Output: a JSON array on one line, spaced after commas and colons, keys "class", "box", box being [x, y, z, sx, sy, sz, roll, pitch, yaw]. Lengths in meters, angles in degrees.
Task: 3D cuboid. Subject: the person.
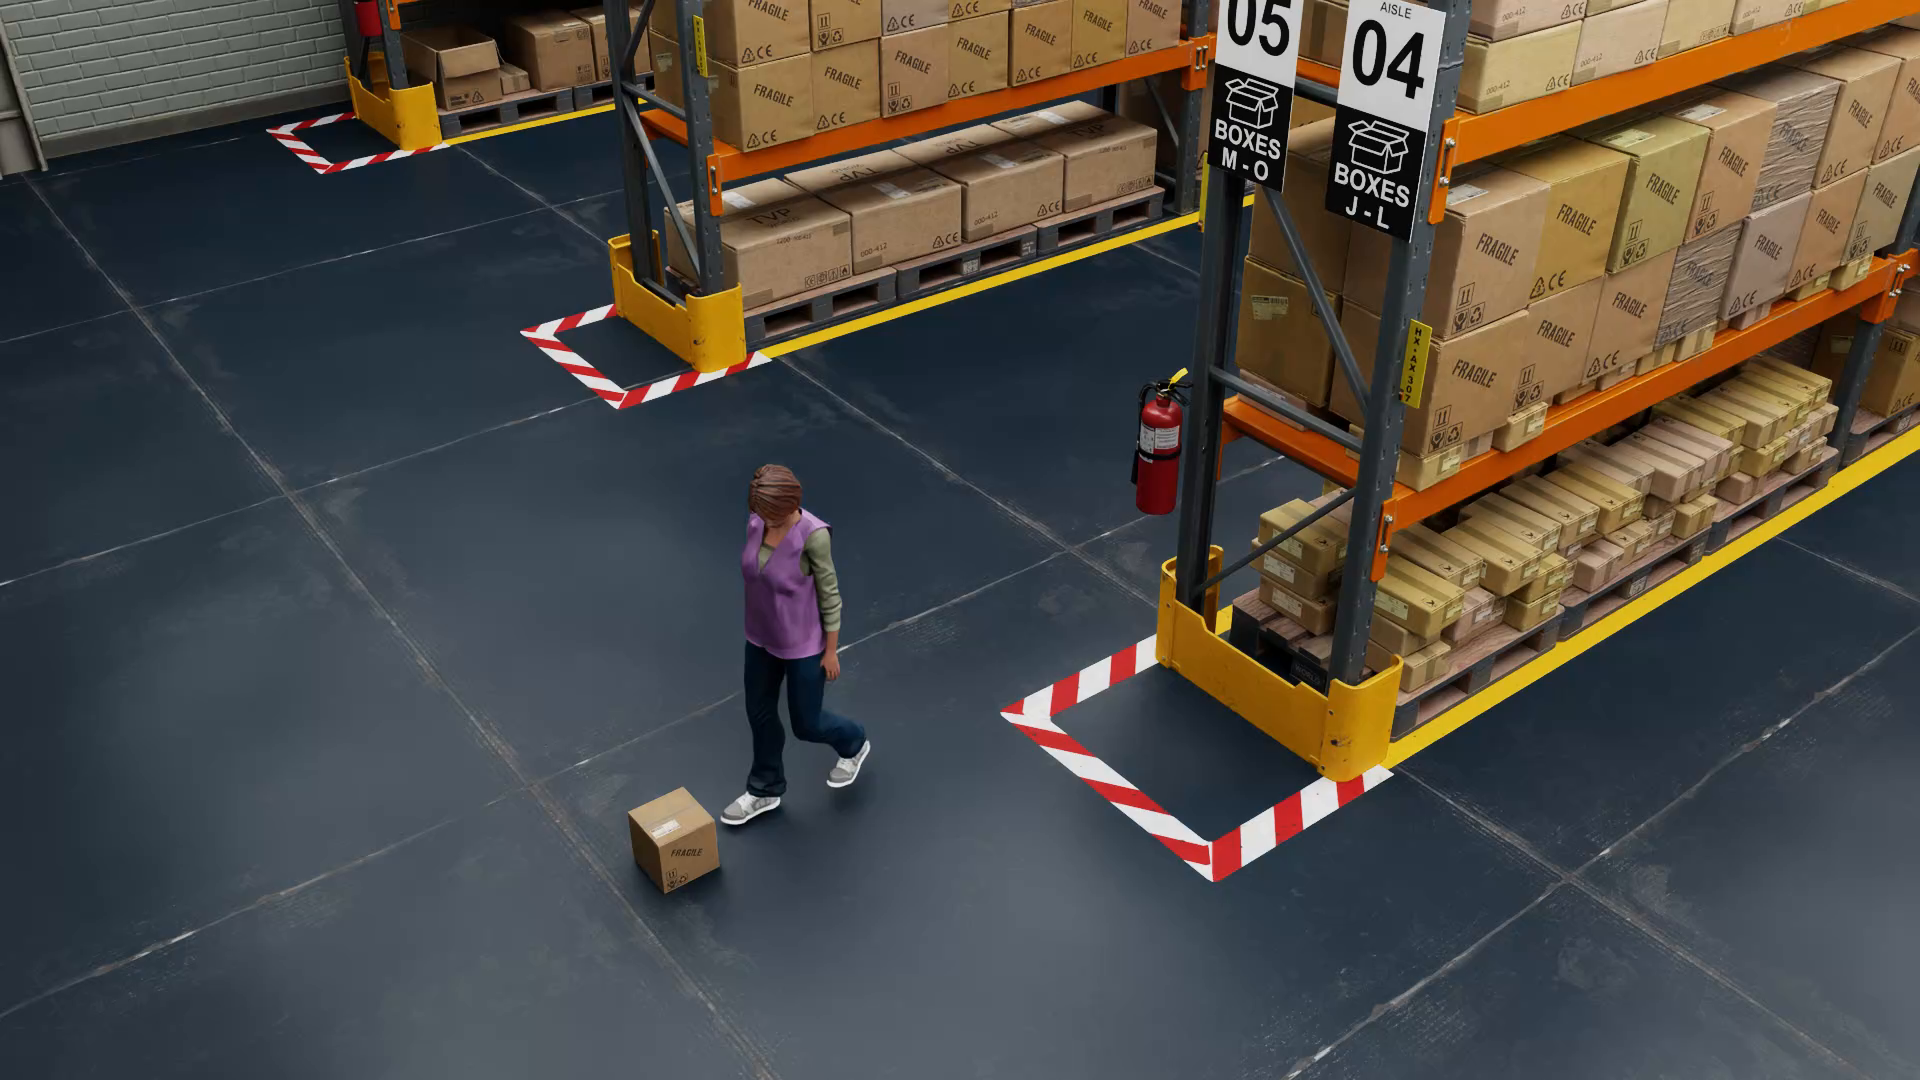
[{"class": "person", "box": [-0.679, 0.405, 6.498, 0.443, 1.572, 0.647, 24, 40, 32]}]
